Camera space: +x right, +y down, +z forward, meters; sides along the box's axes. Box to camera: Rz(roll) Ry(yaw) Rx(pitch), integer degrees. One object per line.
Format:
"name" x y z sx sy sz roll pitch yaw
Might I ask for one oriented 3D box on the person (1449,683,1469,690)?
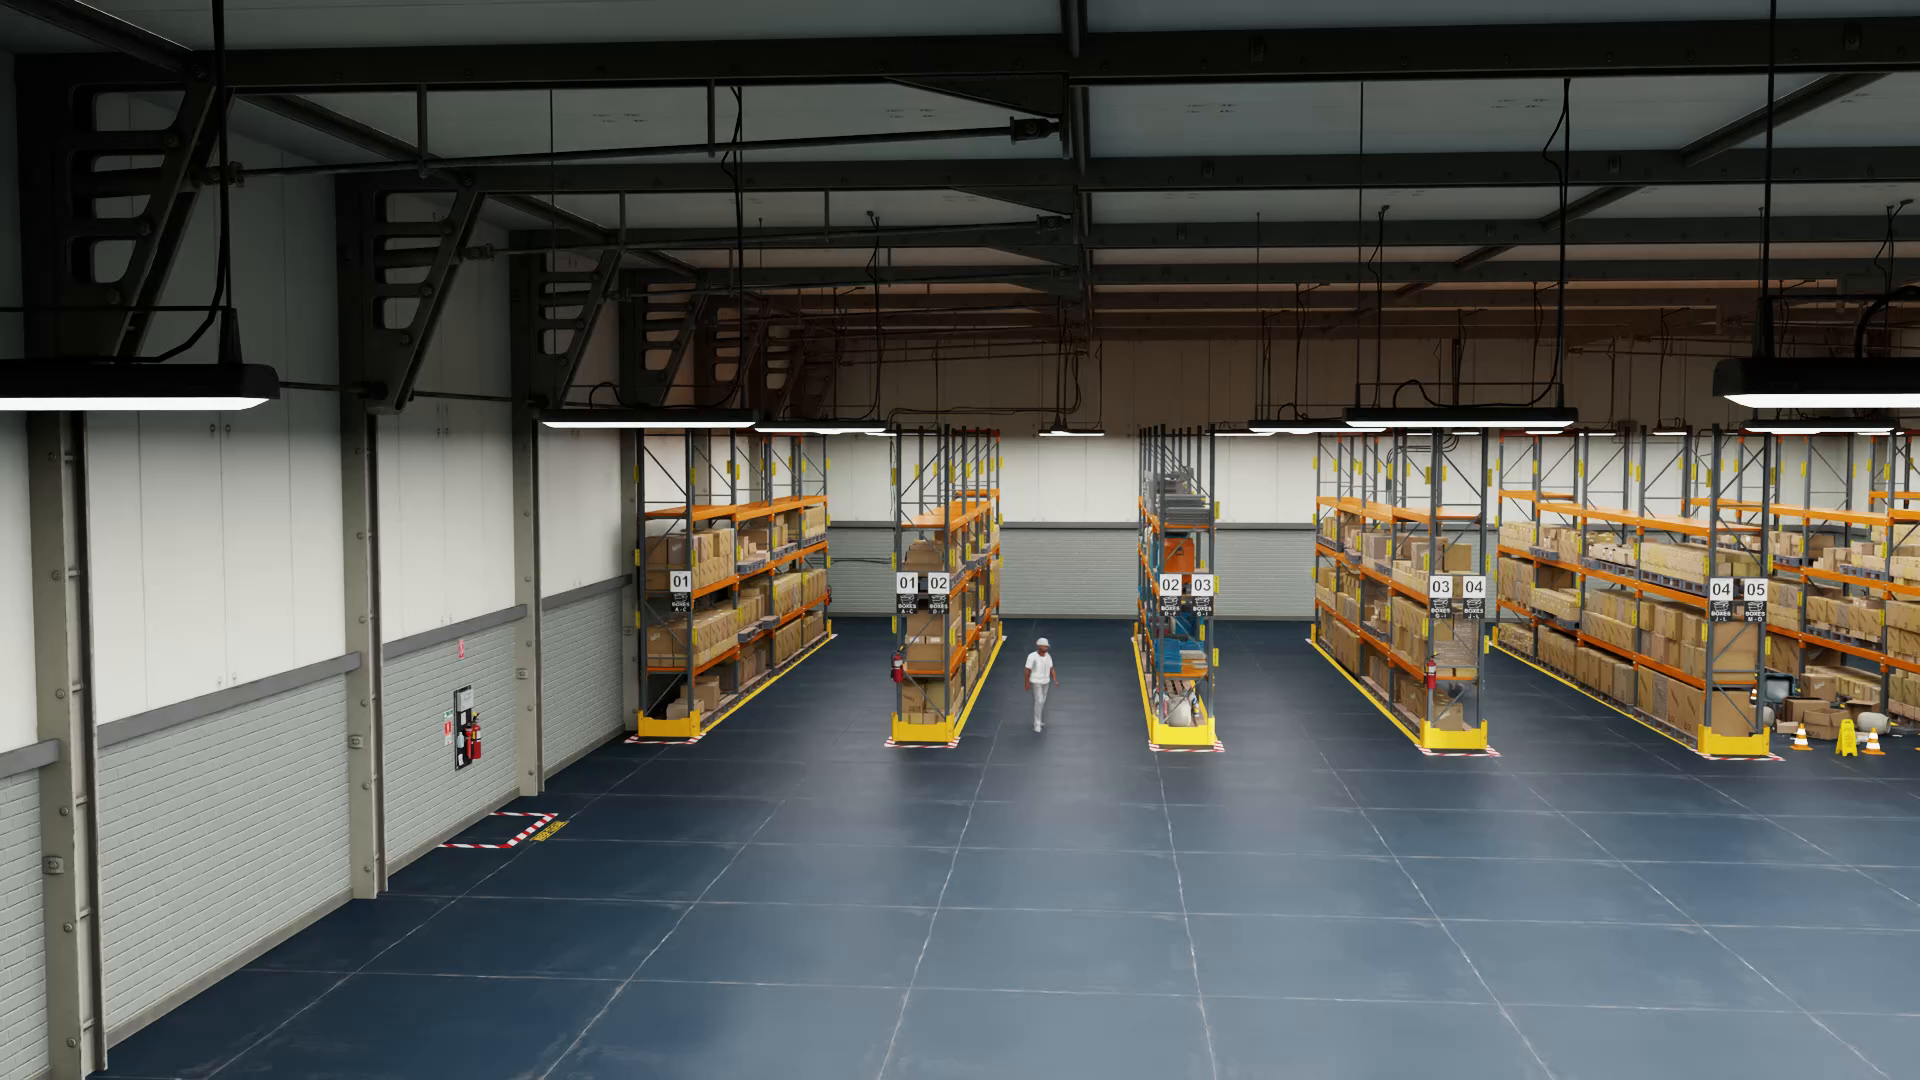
"person" 11.275 2.565 37.803 0.585 1.723 0.562 1 4 11

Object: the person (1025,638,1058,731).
"person" 1.594 2.863 32.885 0.617 1.824 0.590 -3 5 -43
